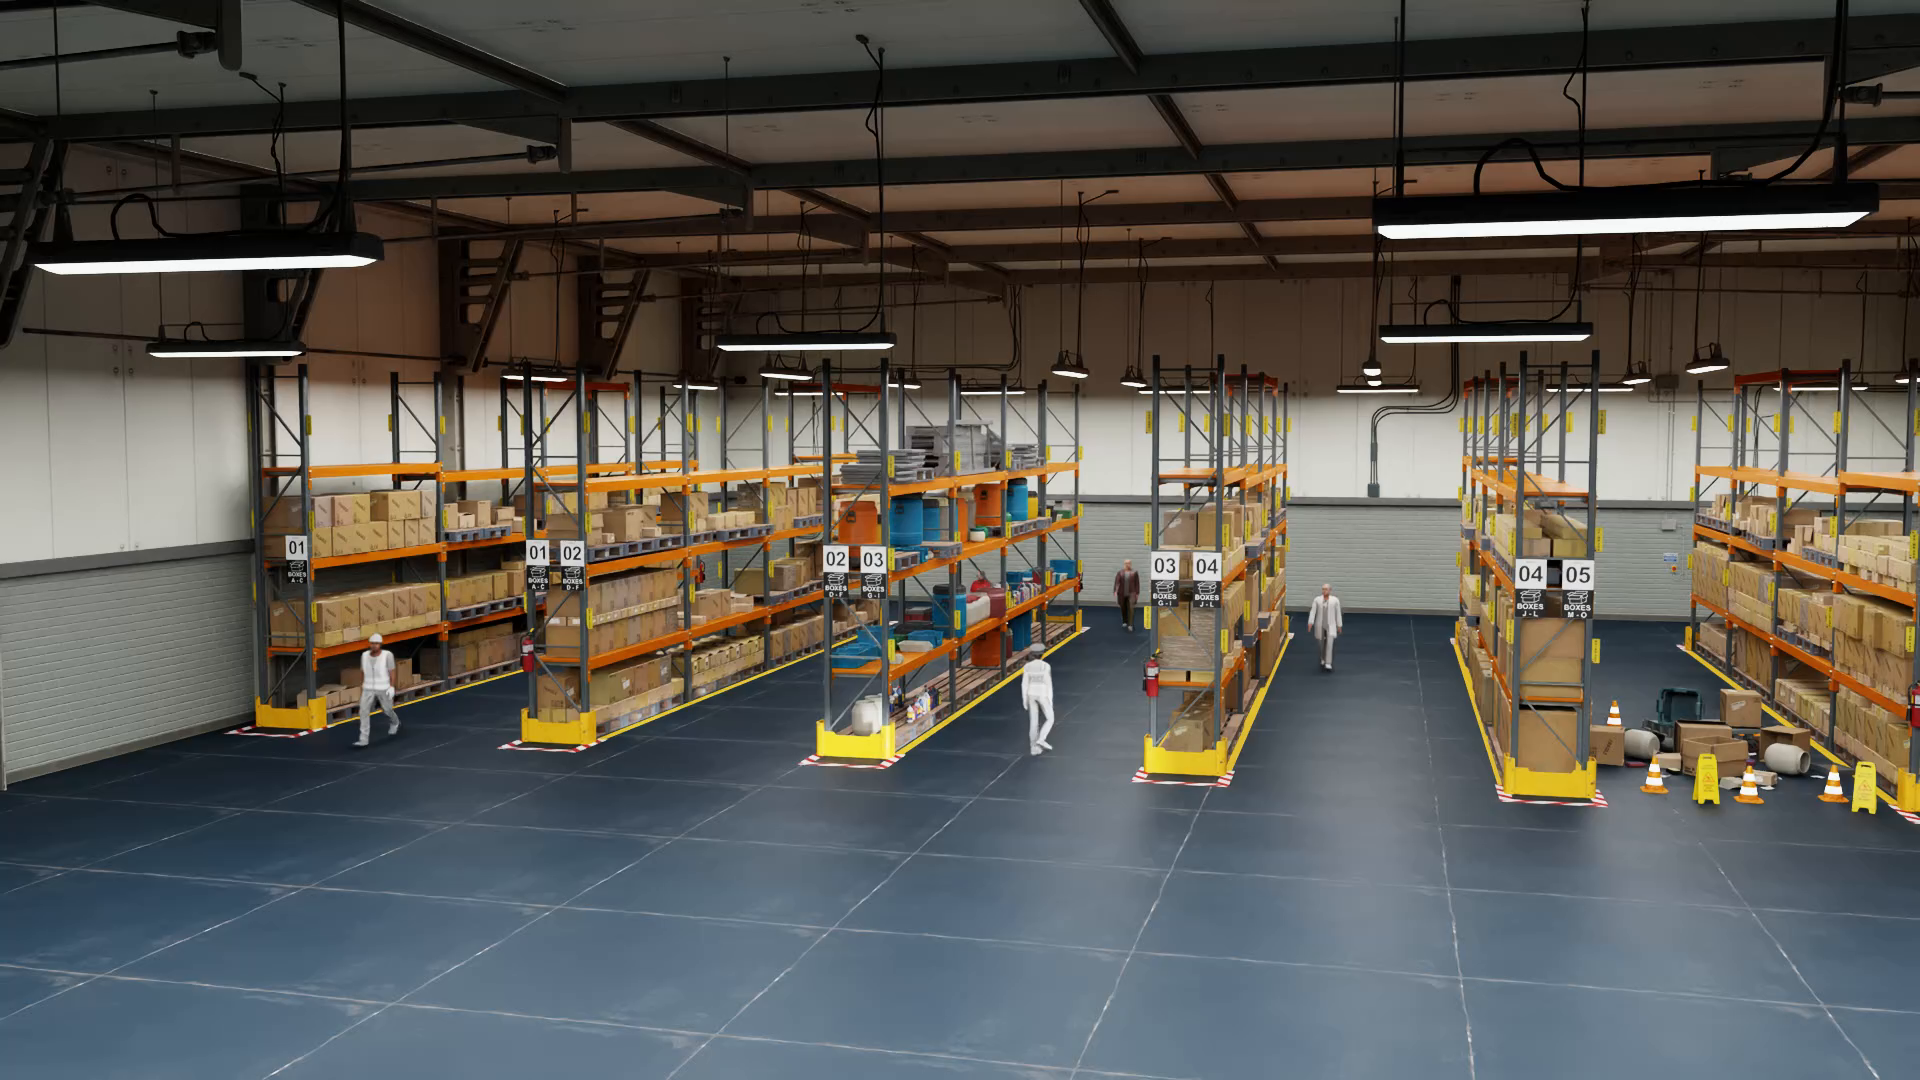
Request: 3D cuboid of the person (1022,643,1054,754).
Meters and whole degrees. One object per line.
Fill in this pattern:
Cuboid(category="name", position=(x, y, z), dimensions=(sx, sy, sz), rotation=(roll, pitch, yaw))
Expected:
Cuboid(category="person", position=(1.174, 2.414, 25.292), dimensions=(0.519, 1.676, 0.447), rotation=(2, 4, 25))

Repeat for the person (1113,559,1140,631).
Cuboid(category="person", position=(4.045, 1.323, 40.421), dimensions=(0.627, 1.715, 1.128), rotation=(1, 4, 10))

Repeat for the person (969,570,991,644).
Cuboid(category="person", position=(0.493, 1.520, 38.121), dimensions=(0.535, 1.669, 1.085), rotation=(3, 5, 41))

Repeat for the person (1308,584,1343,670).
Cuboid(category="person", position=(7.487, 1.767, 34.122), dimensions=(0.689, 1.726, 1.120), rotation=(1, 4, 16))

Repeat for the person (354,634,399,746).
Cuboid(category="person", position=(-9.185, 2.331, 26.220), dimensions=(0.573, 1.730, 1.058), rotation=(0, 4, -3))
